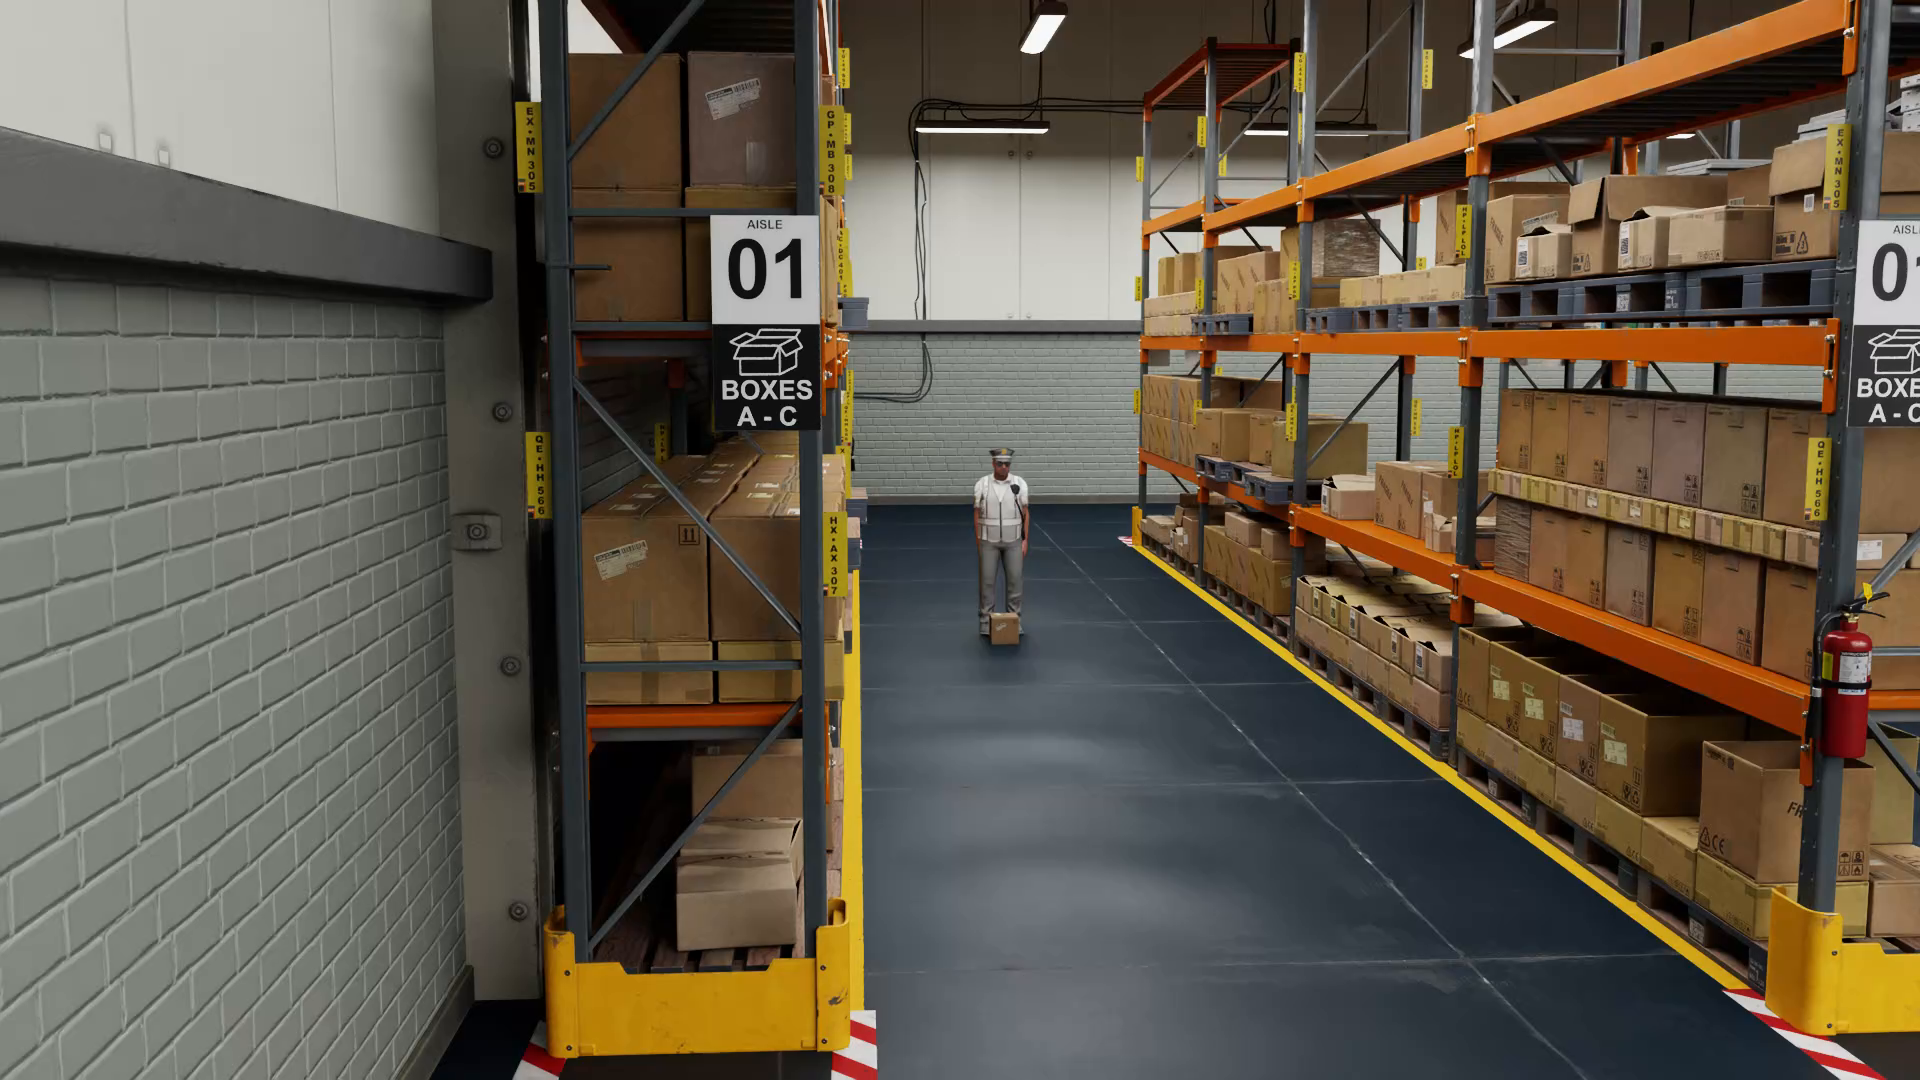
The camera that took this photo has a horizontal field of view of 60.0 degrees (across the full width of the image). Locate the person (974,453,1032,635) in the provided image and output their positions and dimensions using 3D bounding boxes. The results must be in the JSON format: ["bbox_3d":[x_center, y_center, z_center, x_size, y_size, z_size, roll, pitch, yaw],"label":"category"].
[{"bbox_3d":[0.406,0.032,15.643,0.550,1.717,0.457,0,7,-2],"label":"person"}]
